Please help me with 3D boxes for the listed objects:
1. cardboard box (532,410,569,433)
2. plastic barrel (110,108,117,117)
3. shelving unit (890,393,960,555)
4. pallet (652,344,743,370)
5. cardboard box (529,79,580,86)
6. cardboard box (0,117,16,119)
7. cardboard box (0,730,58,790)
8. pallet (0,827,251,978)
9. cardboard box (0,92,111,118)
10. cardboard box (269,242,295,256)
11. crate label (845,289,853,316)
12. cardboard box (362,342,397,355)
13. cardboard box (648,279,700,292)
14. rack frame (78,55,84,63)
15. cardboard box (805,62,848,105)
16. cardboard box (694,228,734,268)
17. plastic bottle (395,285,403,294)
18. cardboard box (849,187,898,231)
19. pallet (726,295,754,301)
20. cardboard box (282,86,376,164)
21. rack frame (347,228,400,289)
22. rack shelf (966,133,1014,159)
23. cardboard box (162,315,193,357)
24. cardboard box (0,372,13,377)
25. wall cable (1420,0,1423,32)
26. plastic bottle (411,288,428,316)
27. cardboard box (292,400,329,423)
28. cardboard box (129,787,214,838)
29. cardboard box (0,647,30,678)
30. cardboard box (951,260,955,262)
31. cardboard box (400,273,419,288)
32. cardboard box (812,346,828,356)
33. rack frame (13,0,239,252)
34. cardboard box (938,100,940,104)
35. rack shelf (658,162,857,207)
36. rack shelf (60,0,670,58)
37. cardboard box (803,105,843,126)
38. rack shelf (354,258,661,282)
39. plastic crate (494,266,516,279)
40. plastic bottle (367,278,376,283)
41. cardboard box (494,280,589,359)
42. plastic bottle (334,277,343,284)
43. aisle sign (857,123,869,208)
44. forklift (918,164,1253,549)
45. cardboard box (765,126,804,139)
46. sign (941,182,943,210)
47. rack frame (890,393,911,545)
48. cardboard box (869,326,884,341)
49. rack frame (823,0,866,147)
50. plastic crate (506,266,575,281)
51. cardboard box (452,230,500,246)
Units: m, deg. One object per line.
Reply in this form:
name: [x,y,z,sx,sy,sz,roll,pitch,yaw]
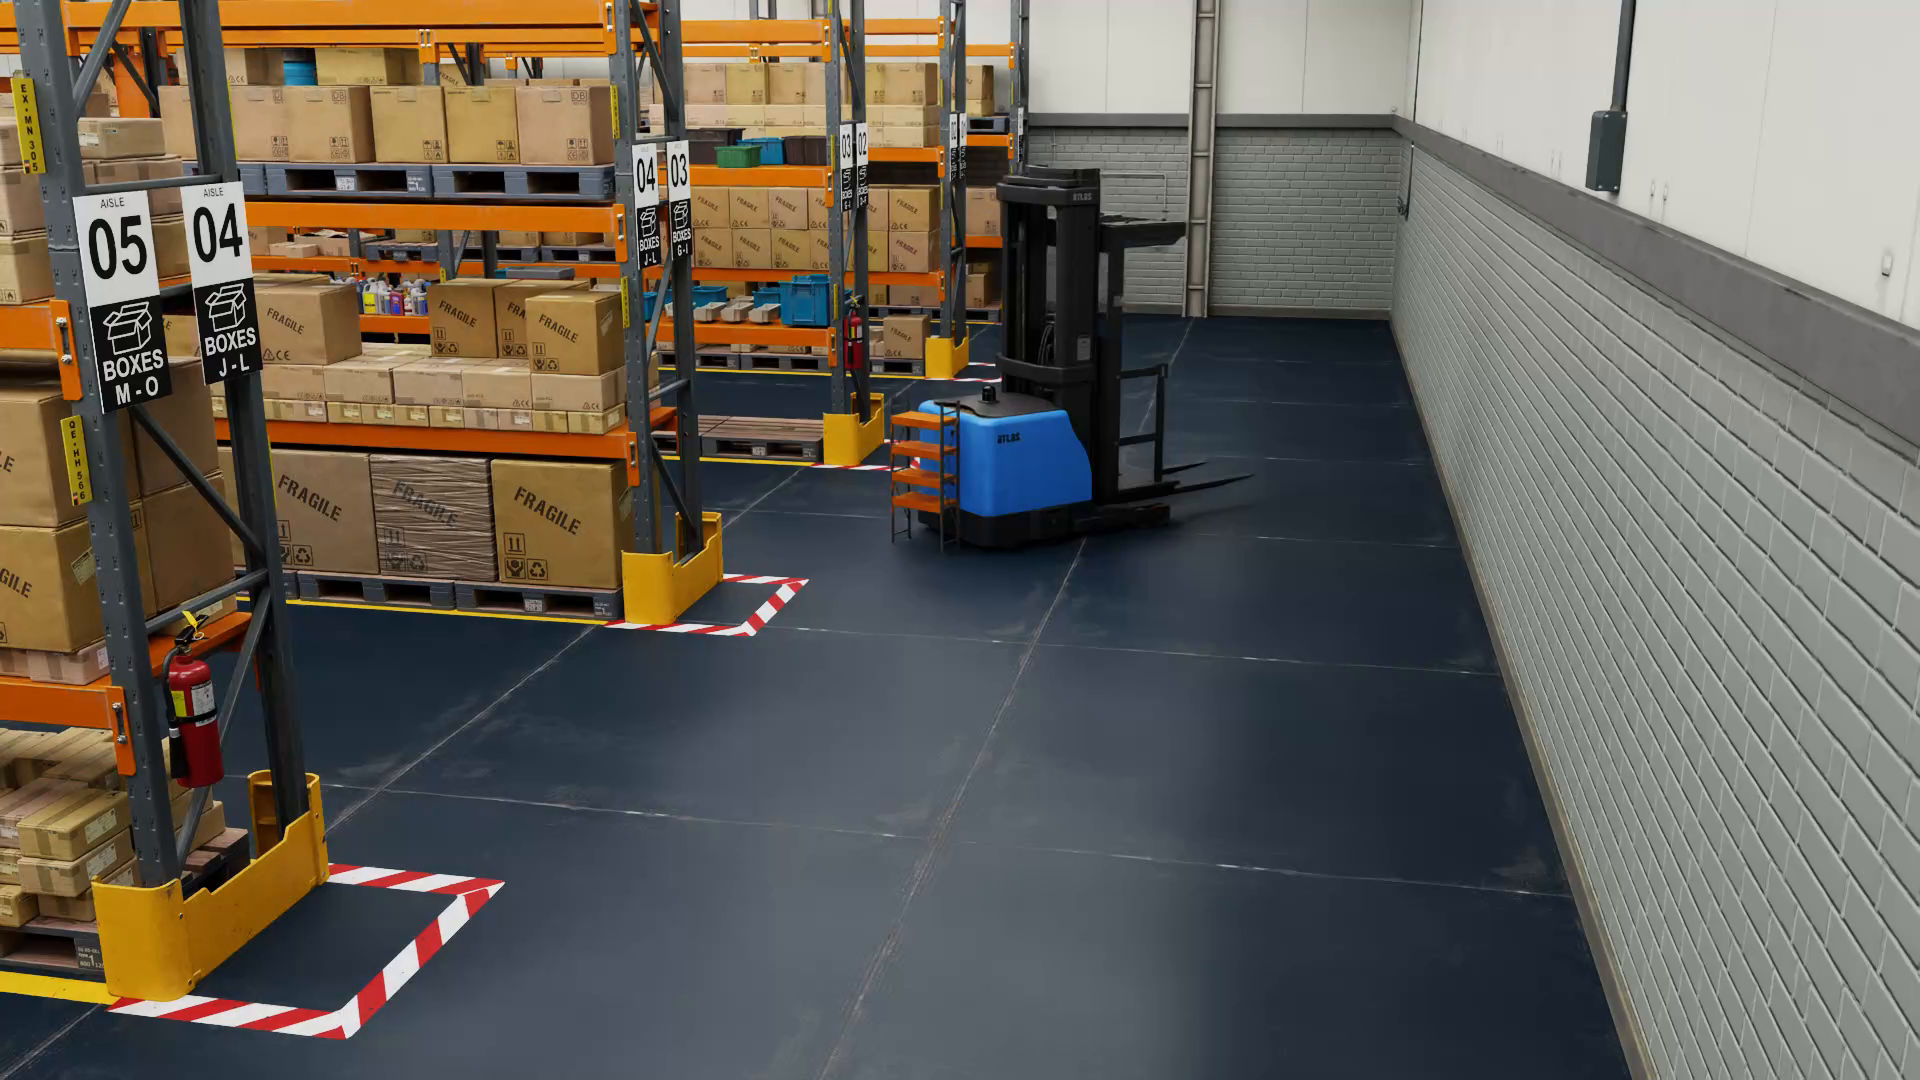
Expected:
cardboard box: [-2.732,-0.846,11.398,0.250,0.149,0.380,3,16,12]
plastic barrel: [-9.159,-4.338,17.706,0.421,0.512,0.421,0,15,0]
shelving unit: [-0.276,-0.524,13.136,0.503,1.200,0.258,11,19,34]
pallet: [-3.332,-2.444,21.921,1.213,0.211,1.003,3,16,11]
cardboard box: [-5.143,-5.645,21.472,0.600,0.600,0.600,3,16,10]
cardboard box: [-3.920,-1.664,6.858,0.250,0.149,0.380,3,16,11]
cardboard box: [-4.371,1.018,7.639,0.250,0.149,0.380,2,16,8]
pallet: [-4.014,1.558,7.470,1.213,0.211,1.003,3,16,11]
cardboard box: [-6.553,-2.958,11.959,0.500,0.500,0.700,3,16,12]
cardboard box: [-9.185,-3.970,22.675,0.250,0.149,0.380,4,16,15]
crate label: [-1.252,-2.364,16.609,0.303,0.233,0.416,3,16,11]
cardboard box: [-4.490,-1.296,12.275,0.500,0.250,0.500,3,16,12]
cardboard box: [-4.556,-4.335,26.761,0.750,0.750,0.750,4,16,13]
rack frame: [-14.781,-8.651,27.864,0.127,3.000,1.000,3,16,11]
cardboard box: [-1.576,-5.658,20.620,0.500,0.500,0.700,3,16,11]
cardboard box: [-3.057,-3.748,21.218,0.500,0.500,0.500,3,16,12]
plastic bottle: [-5.935,-2.596,17.617,0.097,0.201,0.097,0,15,0]
cardboard box: [-1.071,-4.121,20.689,0.500,0.500,0.500,4,16,13]
pallet: [-3.792,-3.799,26.810,1.213,0.211,1.003,3,16,11]
cardboard box: [-4.194,-2.857,11.408,0.500,0.500,0.700,4,16,14]
rack frame: [-7.925,-4.038,22.450,0.127,3.000,1.000,3,16,11]
rack shelf: [-1.061,-6.114,25.672,4.000,0.370,1.077,3,16,11]
cardboard box: [-5.564,-1.574,11.874,0.500,0.500,0.500,3,16,11]
cardboard box: [-4.145,-0.388,6.658,0.500,0.500,0.500,3,16,9]
wall cable: [5.831,-7.635,20.553,0.112,2.526,3.097,3,16,11]
plastic bottle: [-5.446,-2.406,16.791,0.135,0.276,0.152,3,16,11]
cardboard box: [-4.489,-0.941,11.741,0.250,0.149,0.380,3,16,12]
cardboard box: [-3.612,1.204,7.522,0.250,0.149,0.380,4,16,13]
cardboard box: [-3.762,0.426,6.807,0.250,0.149,0.380,3,16,11]
cardboard box: [-0.142,-4.302,26.085,0.250,0.149,0.380,3,16,11]
cardboard box: [-9.128,-4.467,27.858,0.500,0.500,0.700,3,16,12]
cardboard box: [-1.592,-2.522,21.304,0.500,0.250,0.500,3,16,11]
rack frame: [-3.150,-2.620,6.093,0.127,3.000,1.000,3,16,11]
cardboard box: [-0.382,-6.529,25.131,0.500,0.250,0.500,3,16,9]
rack shelf: [-3.036,-3.522,16.316,4.000,0.370,1.077,3,16,11]
rack shelf: [-4.023,-3.479,11.291,4.000,0.370,1.077,3,16,11]
cardboard box: [-1.618,-5.241,20.519,0.500,0.250,0.500,3,16,11]
rack shelf: [-5.965,-3.585,22.162,4.000,0.370,1.077,3,16,11]
plastic crate: [-4.470,-2.615,17.231,0.575,0.384,0.392,3,16,11]
plastic bottle: [-6.281,-2.643,17.647,0.135,0.276,0.152,3,16,11]
cardboard box: [-2.969,-1.576,11.882,0.500,0.500,0.500,3,16,10]
plastic bottle: [-6.616,-2.667,17.741,0.097,0.271,0.097,0,15,0]
aisle sign: [-0.946,-3.643,16.156,0.004,0.787,0.394,3,16,11]
forklift: [1.158,-1.621,13.854,3.031,2.935,1.130,-10,18,-33]
cardboard box: [-2.108,-5.027,20.684,0.500,0.250,0.500,3,16,11]
sign: [-0.215,-4.178,20.196,0.005,0.325,0.100,3,16,11]
rack frame: [-0.475,-0.561,13.271,0.015,1.200,0.240,11,19,34]
cardboard box: [-1.051,-2.629,21.690,0.500,0.250,0.500,3,16,11]
rack frame: [-1.076,-5.208,15.435,0.127,3.000,1.000,3,16,11]
plastic crate: [-4.171,-2.476,16.580,0.583,0.464,0.402,3,16,11]
cardboard box: [-6.427,-4.186,22.010,0.500,0.500,0.700,6,17,22]
